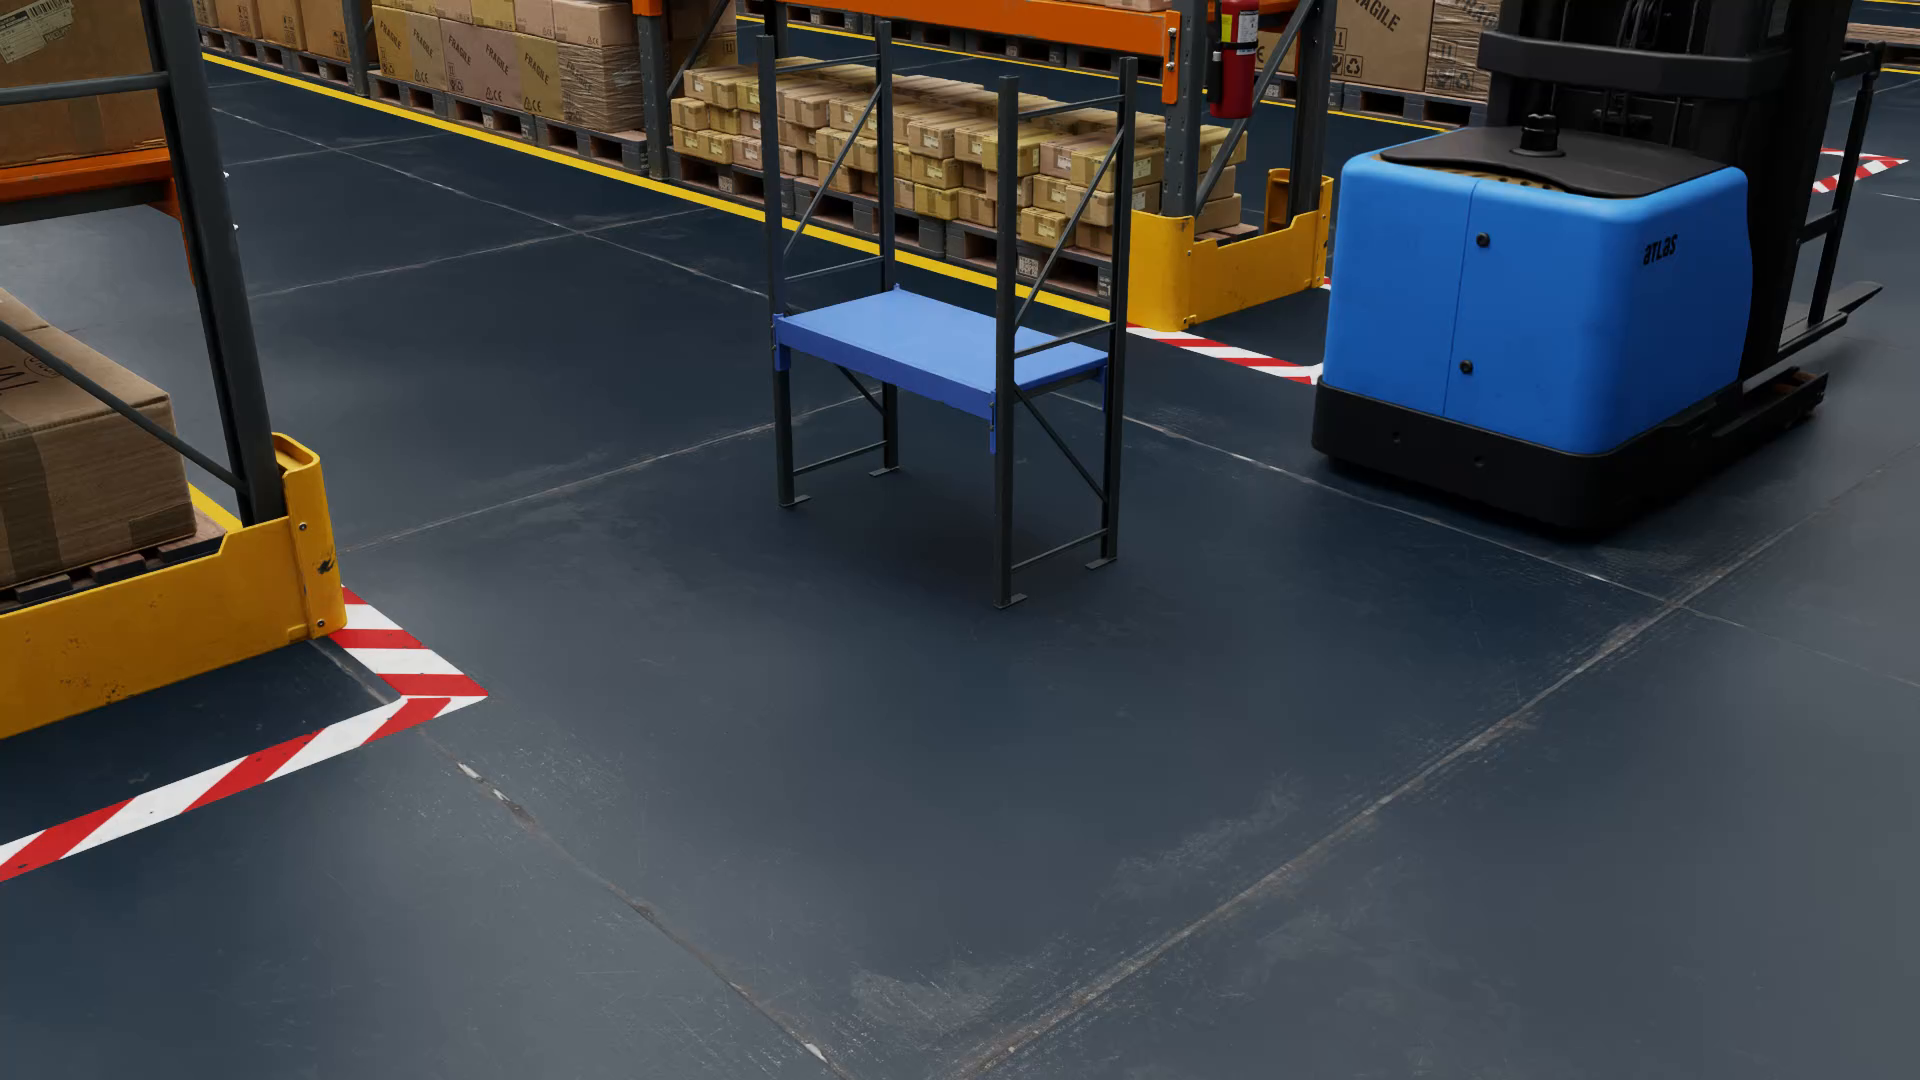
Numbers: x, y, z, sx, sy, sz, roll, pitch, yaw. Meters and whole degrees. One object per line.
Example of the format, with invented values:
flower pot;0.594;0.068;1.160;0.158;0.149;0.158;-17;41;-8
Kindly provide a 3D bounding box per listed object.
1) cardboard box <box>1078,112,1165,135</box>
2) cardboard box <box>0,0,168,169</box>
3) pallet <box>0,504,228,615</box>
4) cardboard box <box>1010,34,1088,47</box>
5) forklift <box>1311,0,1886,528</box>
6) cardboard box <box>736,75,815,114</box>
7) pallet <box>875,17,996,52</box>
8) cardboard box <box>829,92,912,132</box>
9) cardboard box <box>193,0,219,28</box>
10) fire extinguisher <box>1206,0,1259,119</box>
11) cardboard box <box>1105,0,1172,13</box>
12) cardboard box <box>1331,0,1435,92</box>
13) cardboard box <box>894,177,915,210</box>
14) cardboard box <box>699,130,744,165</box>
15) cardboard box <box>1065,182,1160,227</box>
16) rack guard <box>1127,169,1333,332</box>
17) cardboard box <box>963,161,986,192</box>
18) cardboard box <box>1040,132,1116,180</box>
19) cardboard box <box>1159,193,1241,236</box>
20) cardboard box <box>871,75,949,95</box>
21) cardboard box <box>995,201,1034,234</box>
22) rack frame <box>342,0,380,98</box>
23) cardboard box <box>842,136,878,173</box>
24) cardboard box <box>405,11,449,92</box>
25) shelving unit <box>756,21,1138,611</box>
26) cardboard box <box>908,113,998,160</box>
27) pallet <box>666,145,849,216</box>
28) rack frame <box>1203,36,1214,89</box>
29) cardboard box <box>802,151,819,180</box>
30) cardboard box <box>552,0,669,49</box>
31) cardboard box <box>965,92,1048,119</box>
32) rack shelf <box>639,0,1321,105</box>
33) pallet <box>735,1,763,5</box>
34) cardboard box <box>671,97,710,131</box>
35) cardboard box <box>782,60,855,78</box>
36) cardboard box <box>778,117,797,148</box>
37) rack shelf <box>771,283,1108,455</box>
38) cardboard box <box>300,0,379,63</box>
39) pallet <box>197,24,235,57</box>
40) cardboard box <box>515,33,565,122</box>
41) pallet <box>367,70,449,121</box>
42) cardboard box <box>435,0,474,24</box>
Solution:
cardboard box;0.804;-2.032;8.303;0.380;0.149;0.250;-21;32;-39
cardboard box;-2.394;-1.288;4.338;0.500;0.500;0.500;-22;32;-39
pallet;-2.879;0.033;4.923;1.003;0.211;1.213;-21;32;-38
cardboard box;1.161;-4.722;14.040;0.875;0.875;1.225;22;33;40
forklift;2.629;-1.882;5.844;3.031;2.935;1.130;-22;33;-40
cardboard box;-1.027;-2.501;9.330;0.380;0.149;0.250;-22;32;-39
pallet;-0.026;-4.722;15.345;1.003;0.211;1.213;-21;32;-38
cardboard box;-0.471;-2.269;8.821;0.250;0.149;0.380;22;33;40
cardboard box;-6.443;-5.091;15.000;1.050;0.750;0.750;-21;32;-39
fire extinguisher;1.104;-2.038;6.646;0.296;0.674;0.183;-21;32;-38
cardboard box;0.840;-2.355;7.100;0.380;0.149;0.250;-21;32;-38
cardboard box;3.232;-3.768;11.949;0.875;0.875;0.875;-21;32;-38
cardboard box;-0.181;-1.817;8.549;0.380;0.149;0.250;-20;32;-37
cardboard box;-1.269;-2.274;9.550;0.380;0.149;0.250;-20;31;-37
cardboard box;0.700;-1.559;7.623;0.380;0.149;0.250;-22;33;-40
rack guard;1.217;-1.336;7.576;1.175;0.500;0.348;-21;32;-38
cardboard box;0.235;-1.826;8.209;0.380;0.149;0.250;-22;32;-39
cardboard box;0.592;-1.796;7.785;0.380;0.149;0.250;-20;32;-37
cardboard box;1.144;-1.594;8.059;0.380;0.149;0.250;-20;32;-37
cardboard box;-0.280;-2.497;9.321;0.250;0.149;0.380;22;32;39
cardboard box;0.390;-1.598;8.068;0.380;0.149;0.250;-21;32;-39
rack frame;-4.199;-4.874;12.320;1.000;3.000;0.127;-21;32;-38
cardboard box;-0.390;-2.027;8.650;0.380;0.149;0.250;-21;32;-38
cardboard box;-3.556;-3.490;11.791;0.500;0.500;0.500;-21;32;-38
shelving unit;-0.058;-0.708;4.995;0.538;1.500;1.048;-21;32;-38
cardboard box;-0.032;-2.000;8.233;0.380;0.149;0.250;-20;31;-37
pallet;-0.980;-2.200;9.818;1.003;0.211;1.213;-21;32;-38
rack frame;2.225;-5.039;12.681;1.000;3.000;0.127;-21;32;-38
cardboard box;-0.642;-2.079;9.122;0.250;0.149;0.380;22;33;40
cardboard box;-2.159;-3.211;10.277;0.500;0.250;0.500;-22;33;-40
cardboard box;0.245;-2.263;8.809;0.380;0.149;0.250;-21;32;-38
rack shelf;-0.098;-2.729;8.484;1.077;0.370;4.000;-21;32;-38
pallet;-2.710;-5.958;18.056;1.003;0.211;1.213;-21;32;-38
cardboard box;-1.451;-2.491;9.666;0.380;0.149;0.250;-19;31;-36
cardboard box;-0.828;-2.727;9.825;0.380;0.149;0.250;-21;32;-38
cardboard box;-0.837;-2.293;9.234;0.250;0.149;0.380;22;32;39
rack shelf;-0.058;-0.545;5.070;0.538;0.185;1.000;-21;32;-38
cardboard box;-4.550;-4.252;13.160;1.050;0.750;0.750;-22;32;-39
pallet;-6.351;-4.605;15.089;1.003;0.211;1.213;-21;32;-38
cardboard box;-2.505;-3.024;10.771;0.500;0.500;0.500;-22;33;-40
pallet;-3.666;-3.368;12.379;1.003;0.211;1.213;-21;32;-38
cardboard box;-3.229;-3.684;11.314;0.500;0.250;0.500;-21;32;-38
